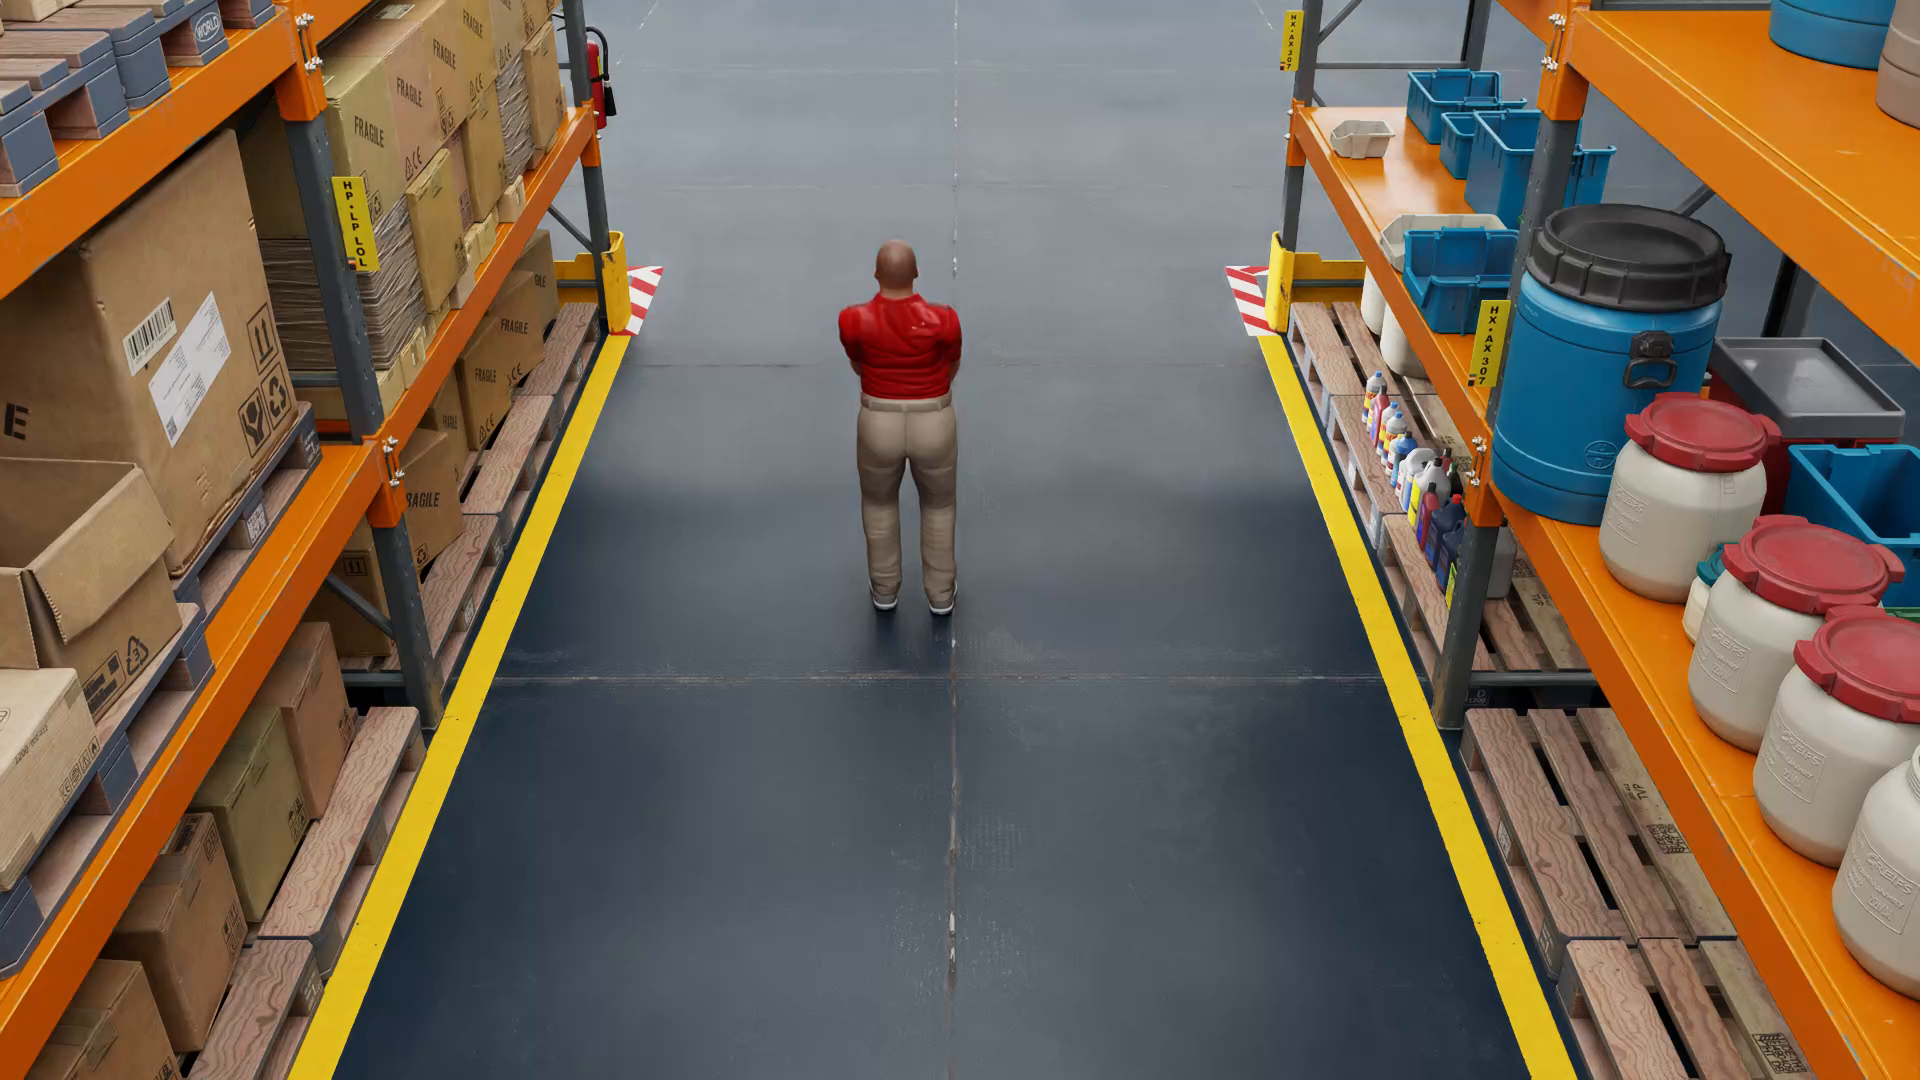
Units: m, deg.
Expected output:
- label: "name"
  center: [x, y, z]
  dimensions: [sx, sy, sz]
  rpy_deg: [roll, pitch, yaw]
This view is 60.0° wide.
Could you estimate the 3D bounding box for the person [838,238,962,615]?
- label: "person"
  center: [-0.236, -0.505, 6.992]
  dimensions: [0.494, 1.714, 0.537]
  rpy_deg: [0, 31, 1]
